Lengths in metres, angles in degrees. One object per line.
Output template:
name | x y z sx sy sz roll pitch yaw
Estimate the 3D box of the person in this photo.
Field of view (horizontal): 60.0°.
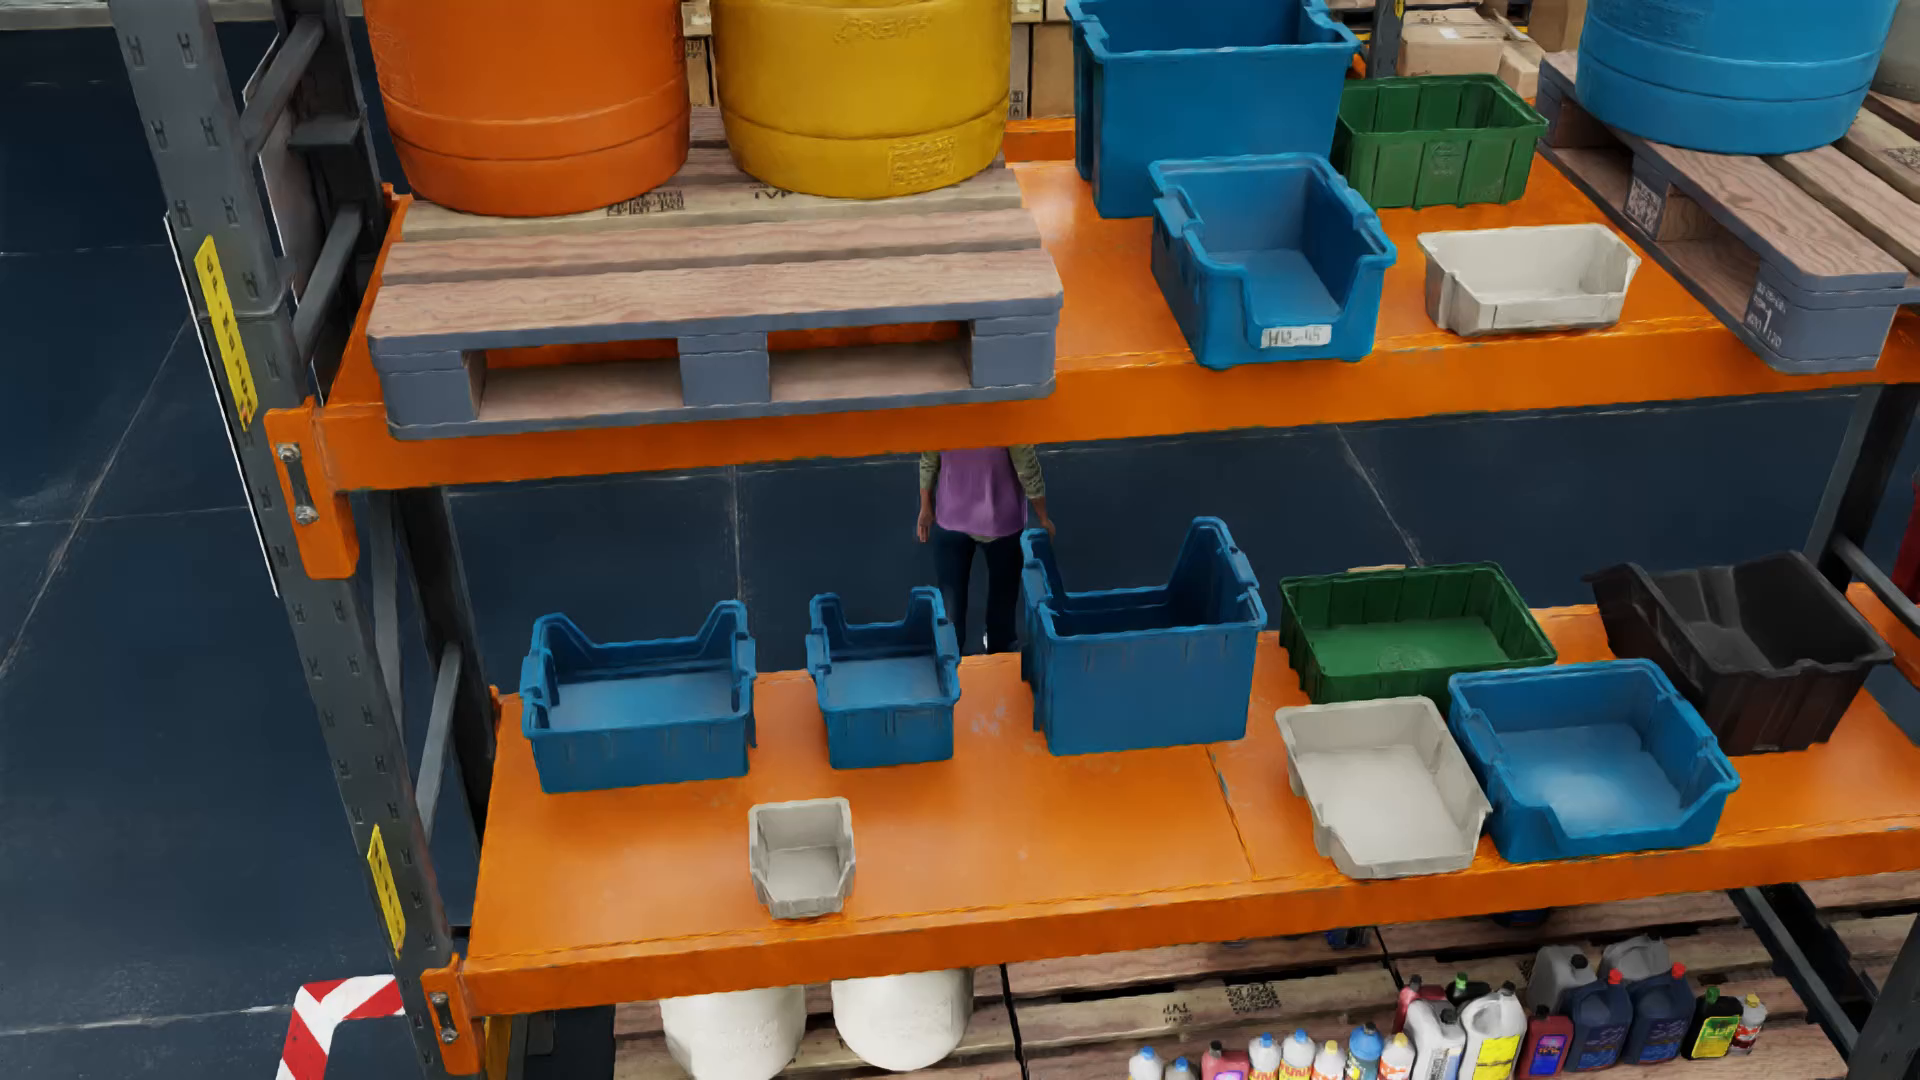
person | 0.100 -0.085 6.259 0.518 1.592 0.545 10 36 14
